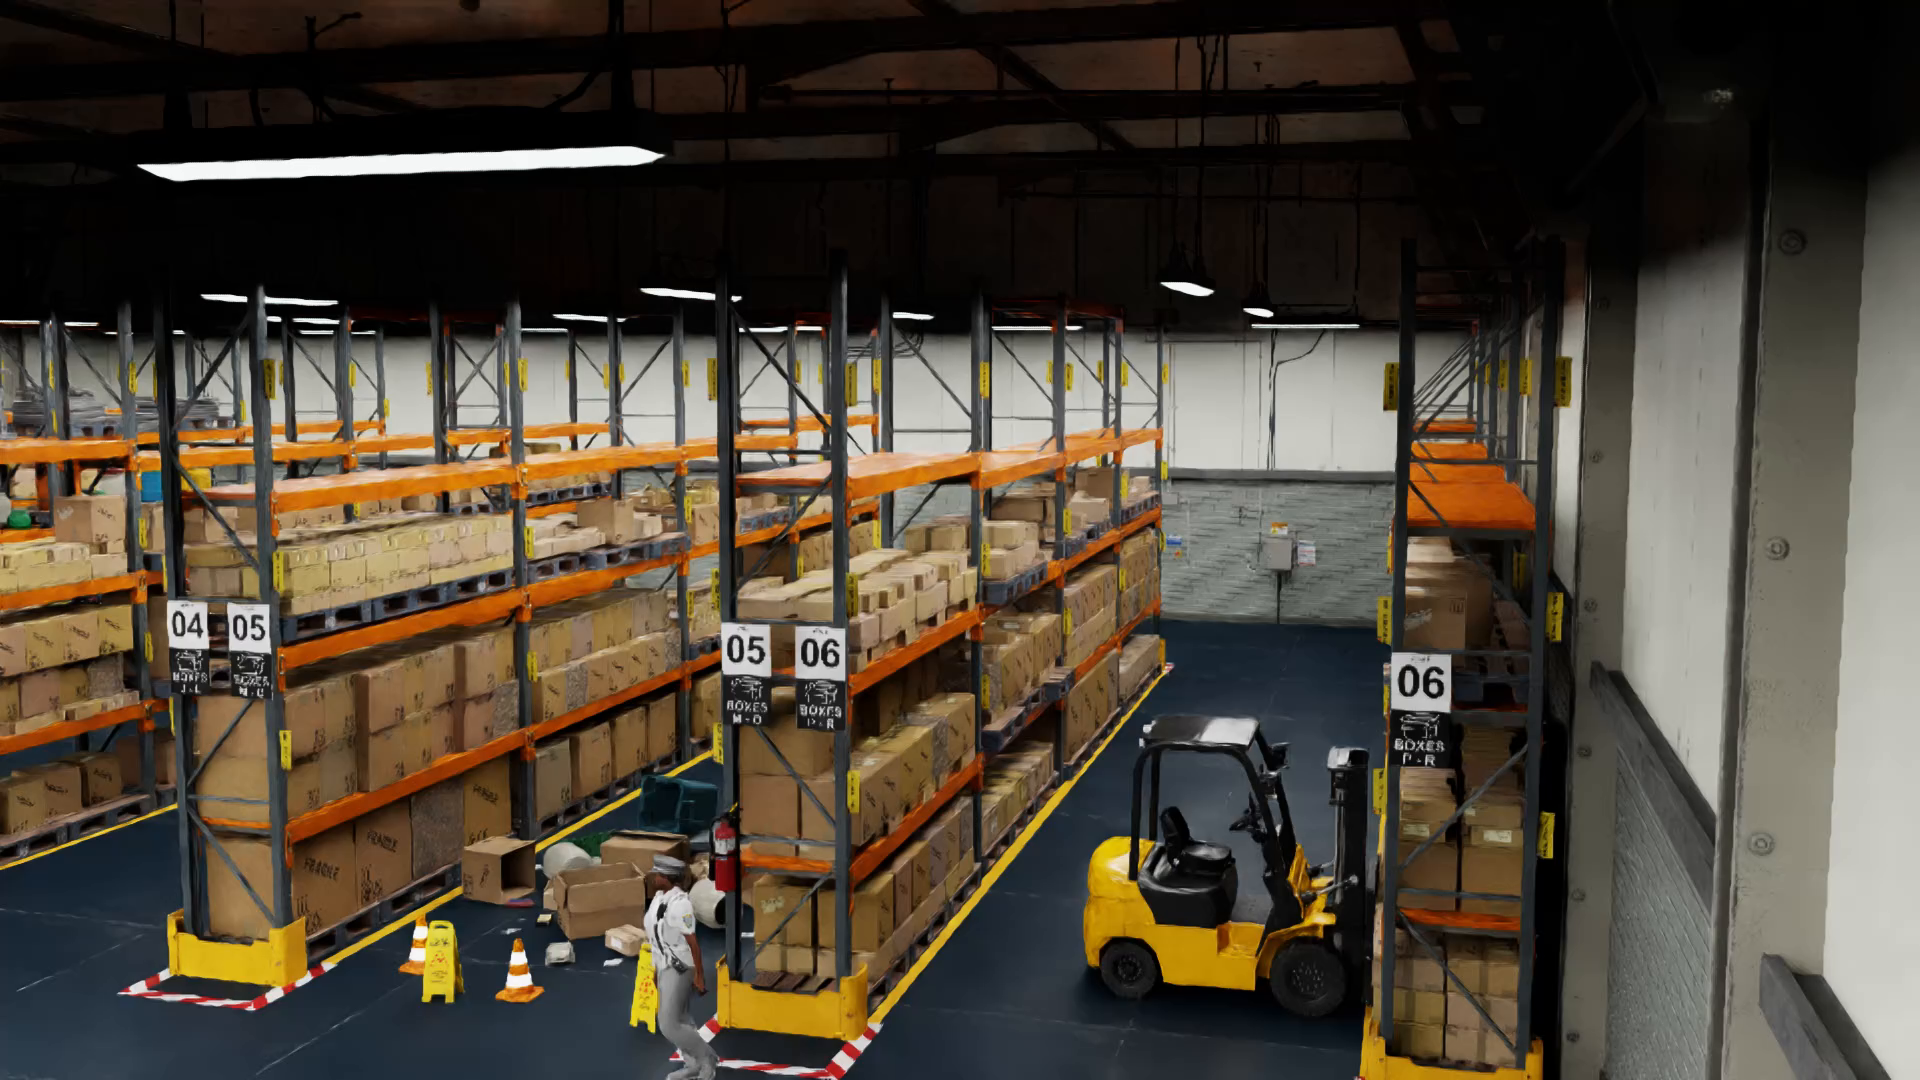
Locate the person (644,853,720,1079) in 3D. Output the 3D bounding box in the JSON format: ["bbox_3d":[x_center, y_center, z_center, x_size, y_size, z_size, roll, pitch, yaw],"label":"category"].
[{"bbox_3d":[-1.986,3.077,11.898,0.461,1.663,0.597,-3,7,-28],"label":"person"}]
